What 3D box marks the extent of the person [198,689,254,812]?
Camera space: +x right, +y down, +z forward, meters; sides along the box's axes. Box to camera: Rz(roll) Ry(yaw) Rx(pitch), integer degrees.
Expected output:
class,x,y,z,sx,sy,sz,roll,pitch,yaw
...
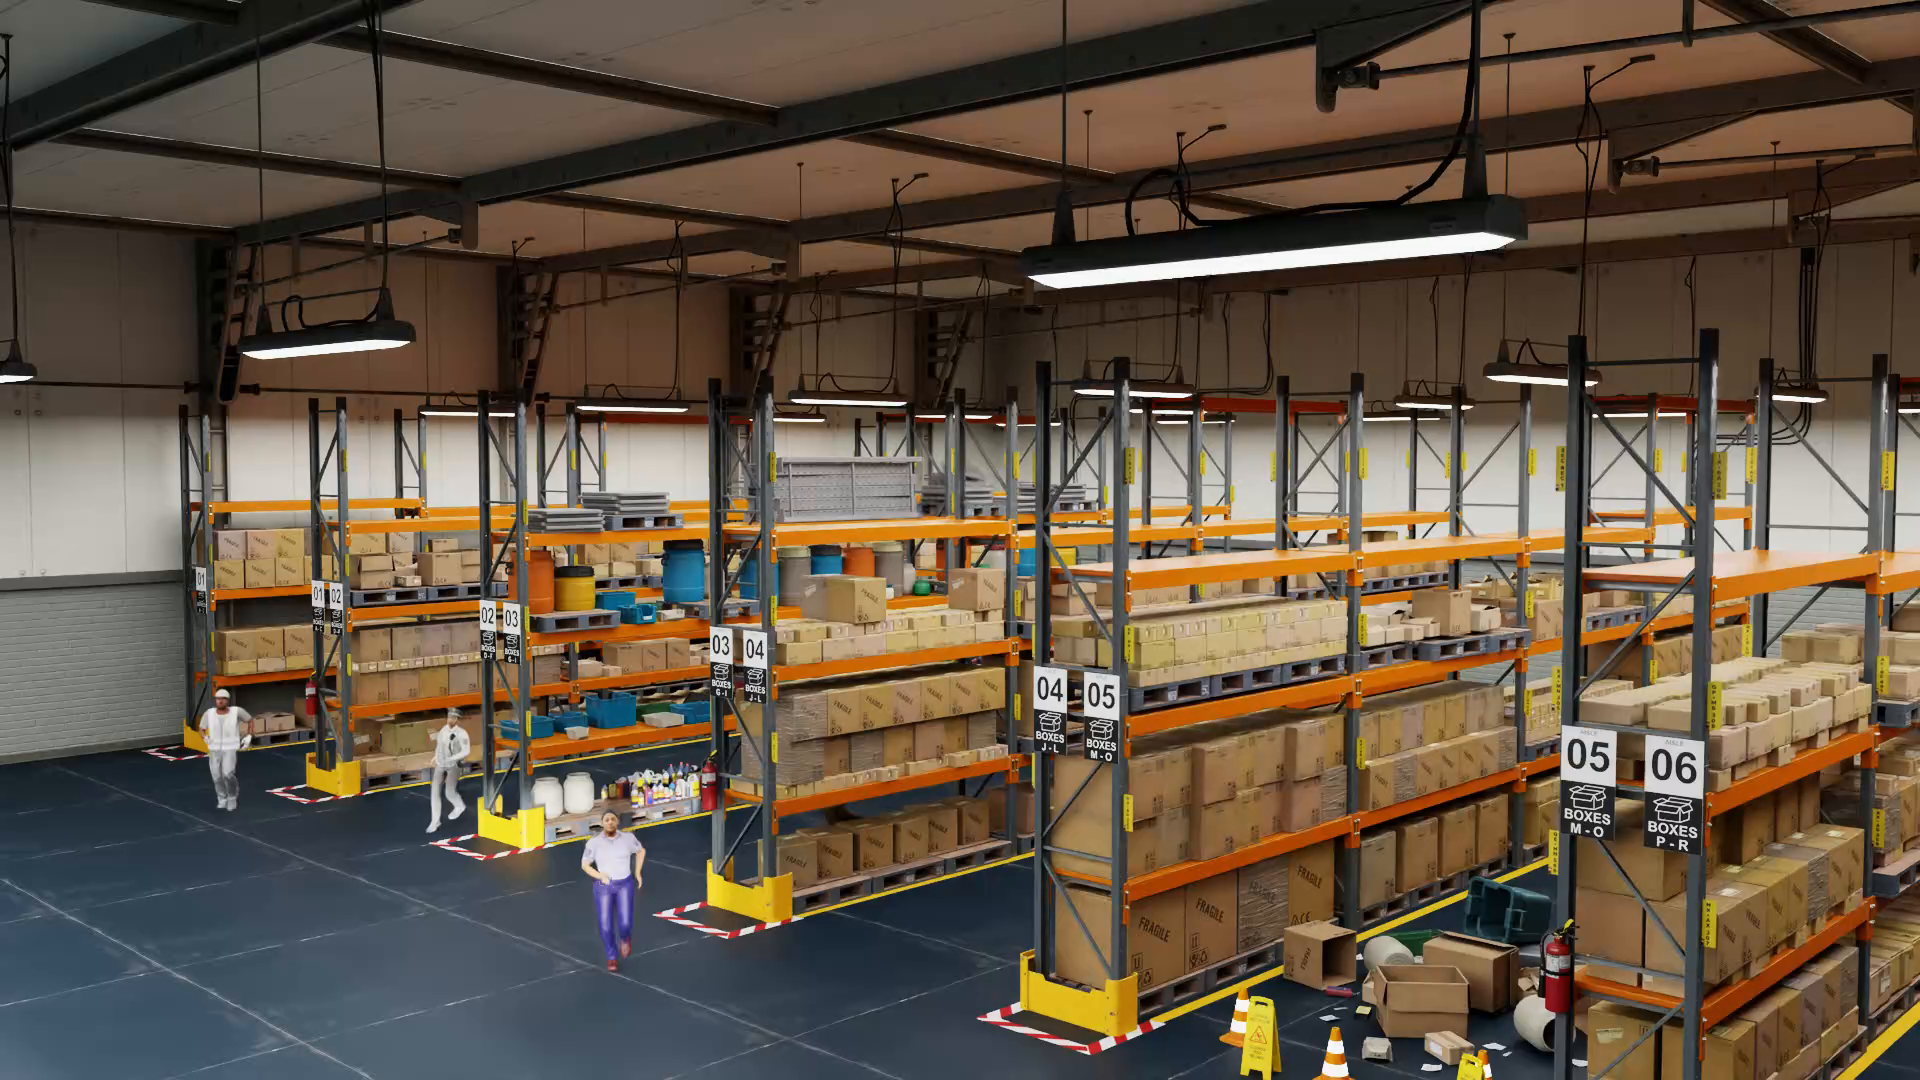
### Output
class,x,y,z,sx,sy,sz,roll,pitch,yaw
person,-10.558,3.033,23.868,0.710,1.785,0.661,-1,3,-10

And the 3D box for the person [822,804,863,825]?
class,x,y,z,sx,sy,sz,roll,pitch,yaw
person,-1.608,3.242,21.834,0.637,1.548,0.718,-3,4,-44

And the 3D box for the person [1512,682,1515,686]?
class,x,y,z,sx,sy,sz,roll,pitch,yaw
person,8.540,3.000,25.319,0.544,1.719,0.824,3,4,45

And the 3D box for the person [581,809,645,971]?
class,x,y,z,sx,sy,sz,roll,pitch,yaw
person,-3.457,3.489,16.584,0.624,1.601,0.546,-1,3,-11

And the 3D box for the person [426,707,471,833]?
class,x,y,z,sx,sy,sz,roll,pitch,yaw
person,-6.987,3.133,22.902,0.631,1.696,0.783,1,3,17
